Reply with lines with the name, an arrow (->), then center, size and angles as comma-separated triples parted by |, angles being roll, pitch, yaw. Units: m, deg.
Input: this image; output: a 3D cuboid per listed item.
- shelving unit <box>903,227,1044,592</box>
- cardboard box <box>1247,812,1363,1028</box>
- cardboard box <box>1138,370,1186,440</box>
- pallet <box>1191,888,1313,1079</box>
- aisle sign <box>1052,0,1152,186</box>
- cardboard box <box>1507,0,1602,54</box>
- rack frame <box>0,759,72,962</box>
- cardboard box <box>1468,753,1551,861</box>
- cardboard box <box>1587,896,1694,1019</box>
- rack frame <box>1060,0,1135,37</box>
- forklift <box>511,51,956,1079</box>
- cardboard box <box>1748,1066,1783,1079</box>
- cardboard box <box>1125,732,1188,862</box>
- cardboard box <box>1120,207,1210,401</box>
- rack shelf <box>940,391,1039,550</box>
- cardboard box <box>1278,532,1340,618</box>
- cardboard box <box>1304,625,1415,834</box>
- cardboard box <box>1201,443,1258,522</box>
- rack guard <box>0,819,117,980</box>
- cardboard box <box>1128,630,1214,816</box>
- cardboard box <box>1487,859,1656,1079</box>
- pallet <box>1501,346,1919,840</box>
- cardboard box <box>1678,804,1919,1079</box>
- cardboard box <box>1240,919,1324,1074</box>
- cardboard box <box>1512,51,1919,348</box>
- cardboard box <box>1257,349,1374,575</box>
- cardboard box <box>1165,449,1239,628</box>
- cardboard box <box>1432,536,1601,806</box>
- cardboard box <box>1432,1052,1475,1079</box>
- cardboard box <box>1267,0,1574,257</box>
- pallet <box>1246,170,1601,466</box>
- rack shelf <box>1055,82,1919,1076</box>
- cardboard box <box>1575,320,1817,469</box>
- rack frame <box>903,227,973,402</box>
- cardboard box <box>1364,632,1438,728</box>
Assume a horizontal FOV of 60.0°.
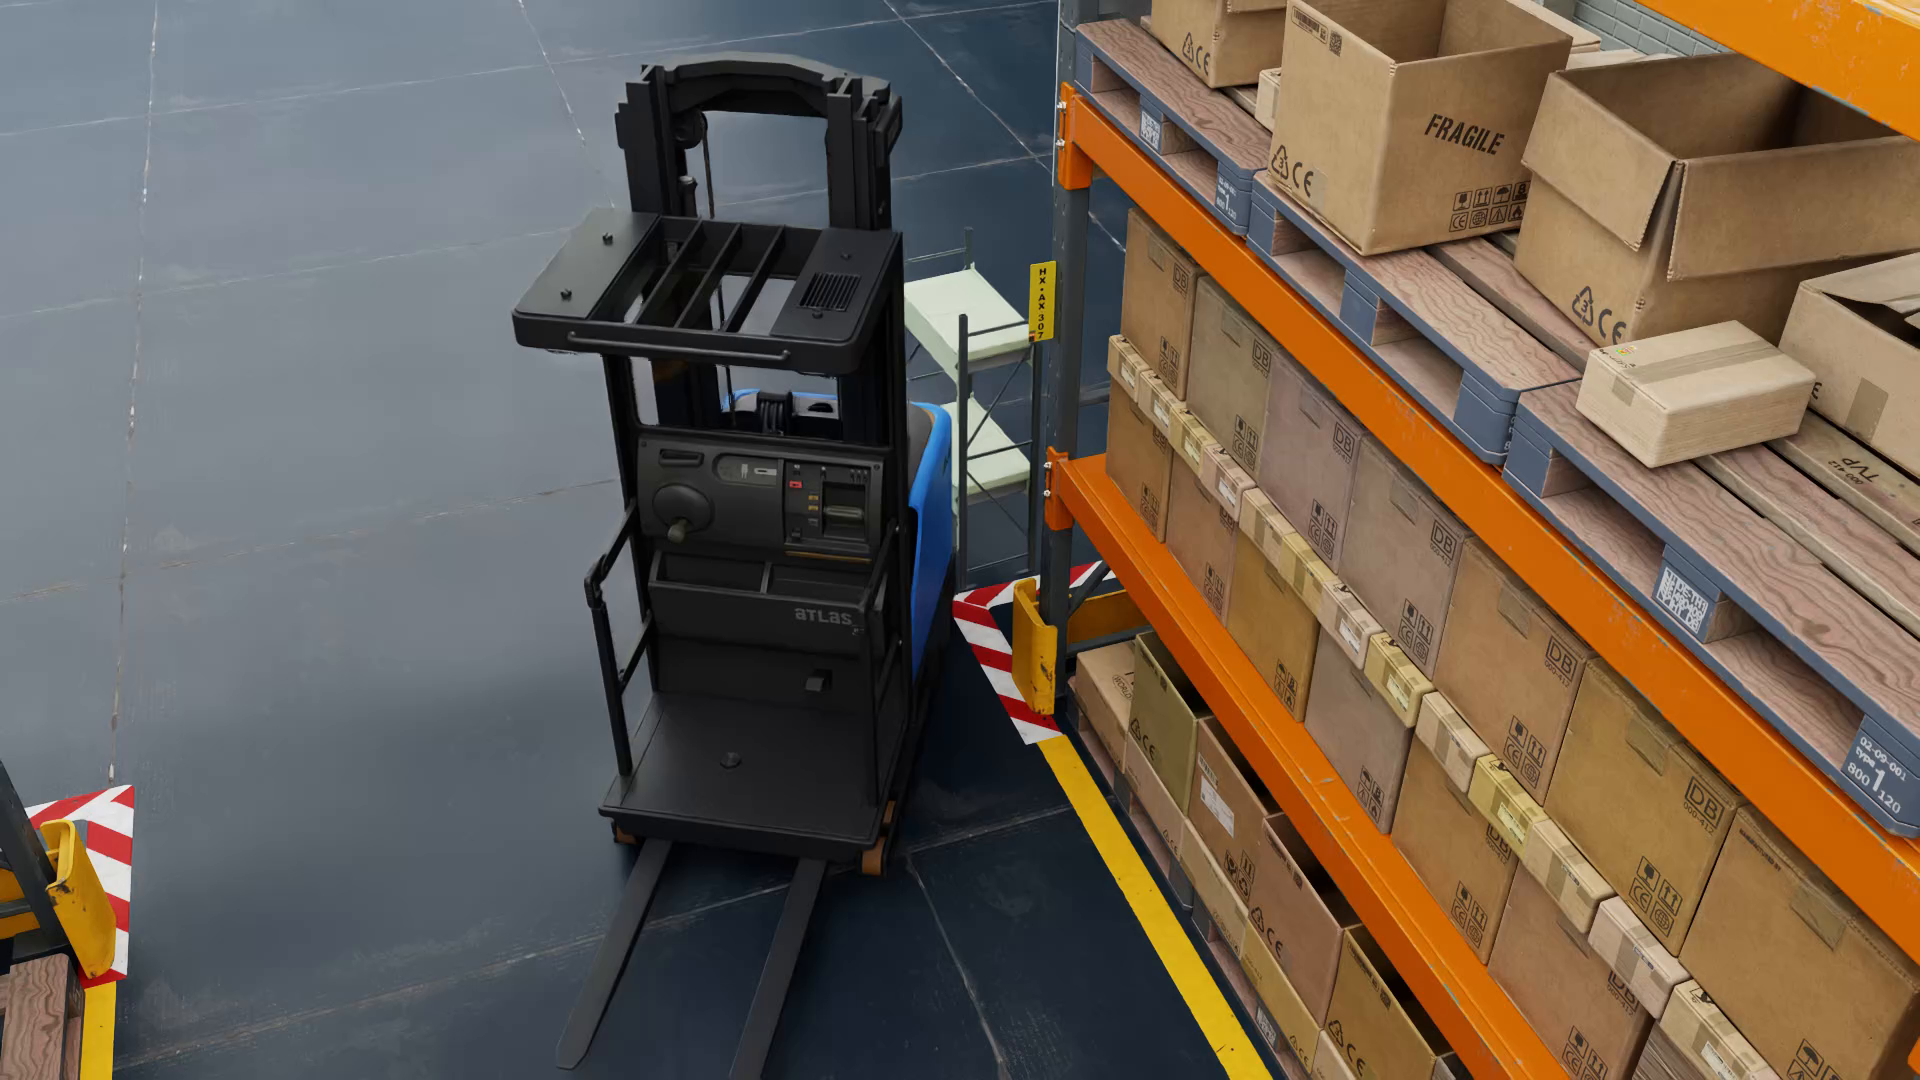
shelving unit -> 0.027, -0.606, 7.868 | 0.431, 1.500, 0.755 | -15, 40, -19
cardboard box -> 1.319, 1.206, 5.530 | 0.500, 0.500, 0.500 | -12, 39, -16
cardboard box -> 0.856, -0.507, 5.868 | 0.380, 0.149, 0.250 | -13, 39, -17
pallet -> 1.548, 1.603, 6.007 | 1.003, 0.211, 1.213 | -12, 39, -16
aisle sign -> 0.519, -1.635, 5.827 | 0.394, 0.787, 0.004 | -12, 39, -16
cardboard box -> 1.473, -1.388, 4.827 | 0.500, 0.250, 0.500 | -12, 39, -16
rack frame -> -3.823, 0.401, 5.285 | 1.000, 3.000, 0.127 | -12, 39, -16
cardboard box -> 1.563, 0.654, 4.327 | 0.380, 0.149, 0.250 | -13, 39, -16
cardboard box -> 1.736, 0.941, 3.945 | 0.380, 0.149, 0.250 | -14, 39, -17
rack frame -> 0.830, -3.019, 4.839 | 1.000, 3.000, 0.127 | -12, 39, -16
forklift -> -0.775, -0.085, 5.988 | 1.130, 2.935, 3.031 | 6, 37, 8
cardboard box -> 1.911, 1.229, 3.564 | 0.380, 0.149, 0.250 | -12, 39, -16
cardboard box -> 0.981, 0.939, 6.507 | 0.500, 0.250, 0.500 | -12, 39, -16
cardboard box -> 0.996, -0.884, 5.830 | 0.700, 0.500, 0.500 | -12, 39, -16
rack shelf -> 0.027, -0.345, 8.064 | 0.431, 0.370, 0.720 | -15, 40, -19
cardboard box -> 1.207, 0.072, 5.100 | 0.380, 0.149, 0.250 | -13, 39, -17
cardboard box -> 1.514, 0.478, 5.100 | 0.700, 0.500, 0.500 | -11, 38, -15
cardboard box -> 1.025, -0.222, 5.490 | 0.380, 0.149, 0.250 | -13, 39, -17
rack guard -> -3.752, 1.433, 5.993 | 1.175, 0.500, 0.348 | -12, 39, -16
cardboard box -> 0.979, 0.640, 6.281 | 0.500, 0.500, 0.500 | -12, 39, -16
cardboard box -> 1.860, 1.051, 4.338 | 0.700, 0.500, 0.500 | -13, 39, -16
pallet -> 1.888, -0.002, 3.400 | 1.003, 0.211, 1.213 | -12, 39, -16
cardboard box -> 2.047, 0.830, 3.554 | 0.700, 0.500, 0.500 | -12, 39, -16
cardboard box -> 1.320, 1.505, 5.756 | 0.500, 0.250, 0.500 | -12, 39, -16
cardboard box -> 1.758, -0.782, 3.811 | 0.797, 0.503, 0.637 | -8, 38, -11
cardboard box -> 1.357, -0.304, 5.059 | 0.700, 0.500, 0.500 | -12, 39, -16
cardboard box -> 1.163, -0.100, 5.867 | 0.700, 0.500, 0.500 | -11, 38, -15
cardboard box -> 1.701, 0.261, 4.309 | 0.700, 0.500, 0.500 | -12, 39, -16
cardboard box -> 1.680, 1.767, 4.785 | 0.500, 0.500, 0.500 | -12, 39, -16
cardboard box -> 1.144, -1.089, 4.222 | 0.500, 0.500, 0.500 | -12, 39, -16
pallet -> 1.472, -0.690, 4.314 | 1.003, 0.211, 1.213 | -12, 39, -16
rack shelf -> 1.518, -0.403, 4.458 | 1.077, 0.370, 4.000 | -12, 39, -16
cardboard box -> 1.534, -0.309, 3.478 | 0.380, 0.149, 0.250 | -12, 39, -16
rack frame -> -0.125, -0.806, 8.134 | 0.400, 1.500, 0.023 | -15, 40, -19
cardboard box -> 1.382, 0.362, 4.715 | 0.380, 0.149, 0.250 | -11, 38, -14
